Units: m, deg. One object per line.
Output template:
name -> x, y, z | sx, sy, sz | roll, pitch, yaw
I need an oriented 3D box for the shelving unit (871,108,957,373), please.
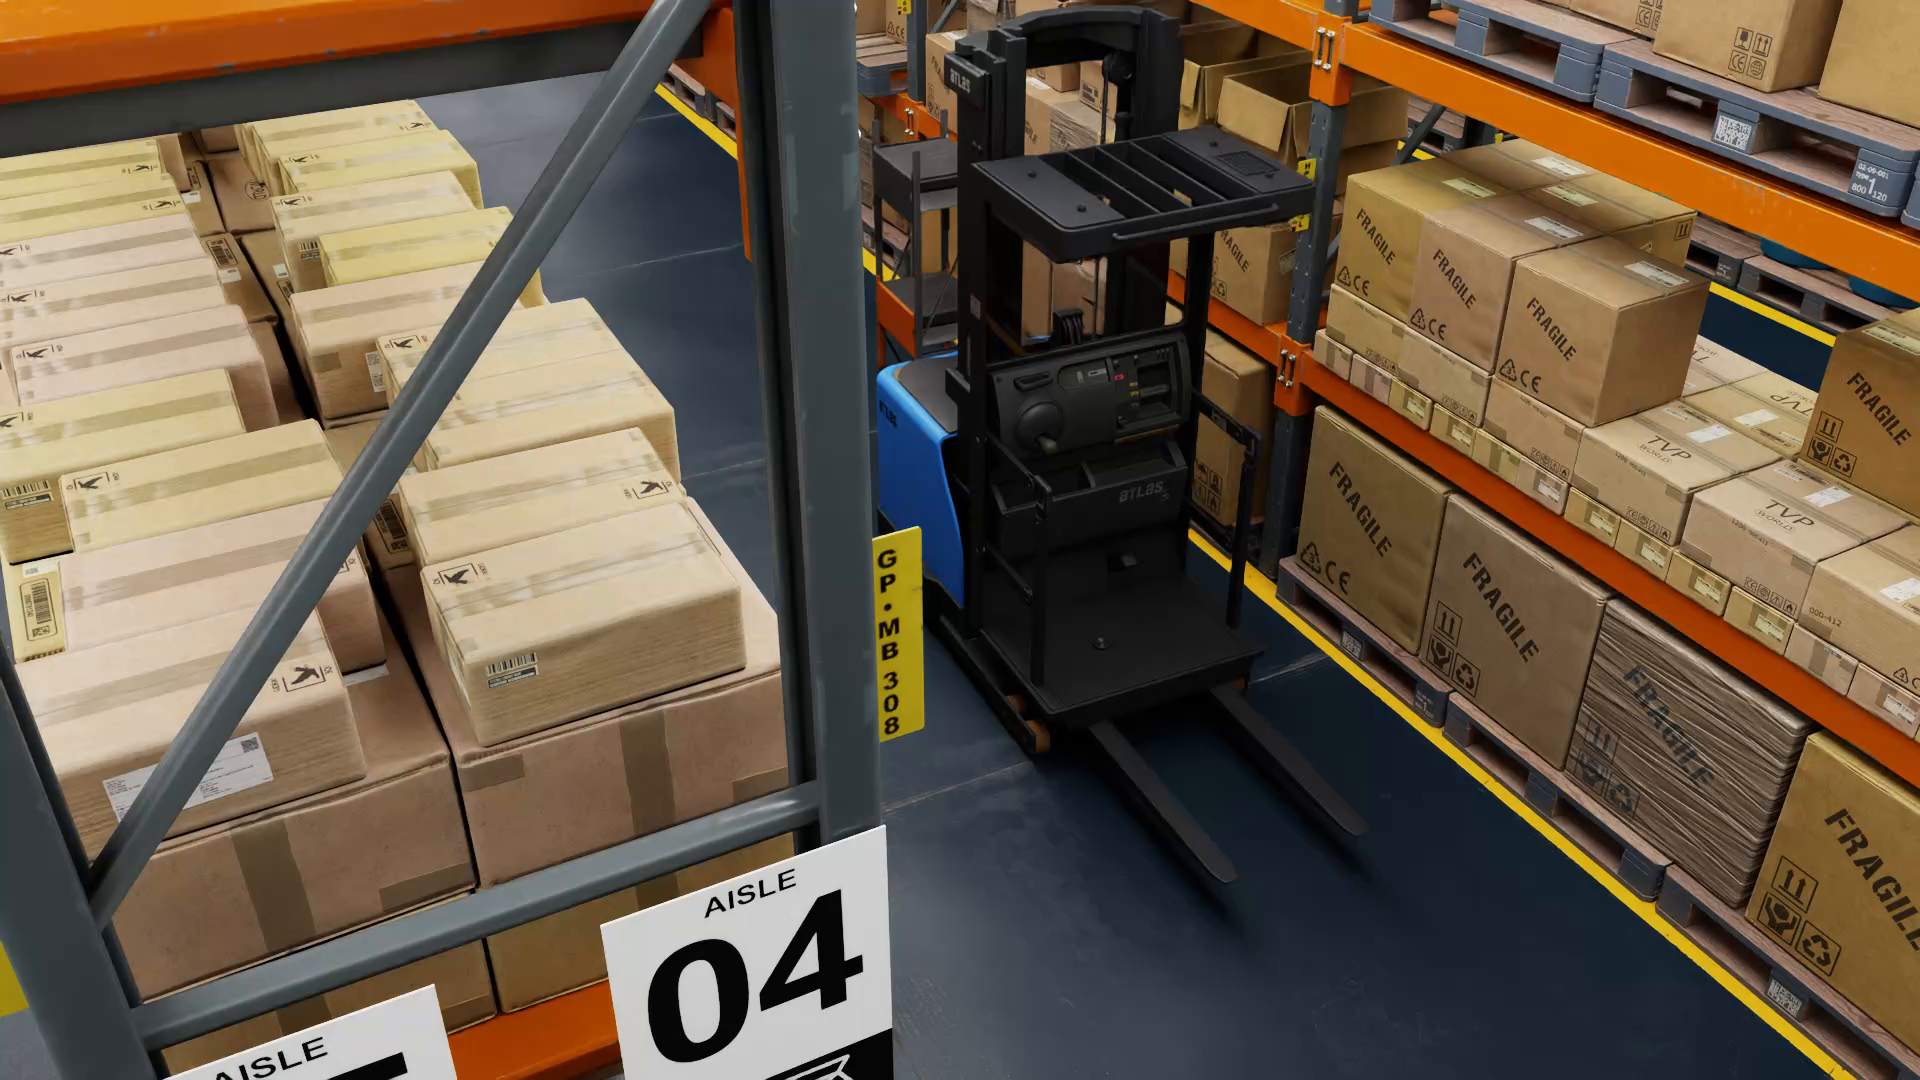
shelving unit -> -0.140, -1.067, 8.469 | 0.431, 2.100, 0.503 | -14, 35, -21

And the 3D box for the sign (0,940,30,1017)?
sign -> -1.074, 0.394, 1.753 | 0.100, 0.325, 0.005 | -16, 36, -23

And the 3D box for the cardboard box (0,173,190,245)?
cardboard box -> -1.814, -0.627, 3.473 | 0.380, 0.149, 0.250 | -17, 36, -25

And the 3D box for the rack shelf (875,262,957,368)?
rack shelf -> -0.140, -1.056, 8.477 | 0.431, 0.518, 0.480 | -14, 35, -21

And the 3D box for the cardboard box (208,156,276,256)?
cardboard box -> -1.519, -0.765, 4.058 | 0.500, 0.250, 0.500 | -14, 35, -21

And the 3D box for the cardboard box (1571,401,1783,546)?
cardboard box -> 2.680, -0.259, 6.237 | 0.500, 0.250, 0.500 | -16, 36, -23

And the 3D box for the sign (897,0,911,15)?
sign -> -0.345, -3.431, 10.324 | 0.100, 0.325, 0.005 | -16, 36, -23

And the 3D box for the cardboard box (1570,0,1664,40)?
cardboard box -> 2.661, -2.117, 5.918 | 0.700, 0.500, 0.500 | -14, 35, -21

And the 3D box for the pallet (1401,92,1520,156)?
pallet -> 4.186, -3.569, 14.124 | 1.003, 0.211, 1.213 | -16, 36, -23

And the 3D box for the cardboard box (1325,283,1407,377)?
cardboard box -> 1.983, -0.981, 7.363 | 0.500, 0.250, 0.500 | -17, 36, -24

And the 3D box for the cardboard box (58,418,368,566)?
cardboard box -> -1.138, -0.028, 2.539 | 0.380, 0.149, 0.250 | -17, 36, -25

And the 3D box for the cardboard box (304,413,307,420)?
cardboard box -> -1.282, -0.323, 3.832 | 0.500, 0.250, 0.500 | -16, 36, -23

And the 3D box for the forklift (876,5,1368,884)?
forklift -> 0.662, -0.560, 6.907 | 1.130, 2.935, 3.031 | -14, 35, -21

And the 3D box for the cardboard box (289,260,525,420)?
cardboard box -> -1.015, -0.377, 3.083 | 0.380, 0.149, 0.250 | -15, 36, -22

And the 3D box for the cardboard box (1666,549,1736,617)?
cardboard box -> 2.805, 0.108, 6.033 | 0.380, 0.149, 0.250 | -16, 36, -23

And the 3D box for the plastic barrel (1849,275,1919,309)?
plastic barrel -> 6.139, -2.012, 10.665 | 0.600, 0.901, 0.708 | -16, 36, -23

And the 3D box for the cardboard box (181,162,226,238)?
cardboard box -> -1.976, -0.647, 3.874 | 0.500, 0.250, 0.500 | -15, 36, -22

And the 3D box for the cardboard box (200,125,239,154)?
cardboard box -> -1.750, -1.122, 4.247 | 0.380, 0.149, 0.250 | -15, 35, -21

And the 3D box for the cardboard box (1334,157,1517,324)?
cardboard box -> 1.993, -1.294, 7.157 | 0.500, 0.500, 0.500 | -16, 36, -23

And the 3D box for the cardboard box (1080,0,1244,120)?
cardboard box -> 1.077, -2.599, 9.003 | 0.797, 0.503, 0.637 | -15, 35, -22

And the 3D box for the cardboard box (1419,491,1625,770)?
cardboard box -> 2.653, 0.274, 7.122 | 0.875, 0.875, 0.875 | -16, 36, -23

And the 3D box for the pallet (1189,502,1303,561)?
pallet -> 1.570, -0.384, 9.153 | 1.003, 0.211, 1.213 | -16, 36, -23

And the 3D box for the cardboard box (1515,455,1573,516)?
cardboard box -> 2.444, -0.260, 6.607 | 0.380, 0.149, 0.250 | -15, 36, -23

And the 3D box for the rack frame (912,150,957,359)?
rack frame -> -0.036, -0.948, 8.284 | 0.400, 2.100, 0.015 | -14, 35, -21

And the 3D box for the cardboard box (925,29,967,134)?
cardboard box -> 0.117, -2.859, 10.340 | 0.500, 0.500, 0.500 | -15, 35, -22

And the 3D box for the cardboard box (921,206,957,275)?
cardboard box -> 0.434, -2.065, 10.773 | 1.225, 0.875, 0.875 | -18, 37, -25

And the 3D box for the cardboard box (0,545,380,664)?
cardboard box -> -1.253, 0.090, 2.724 | 0.500, 0.250, 0.500 | -17, 36, -24

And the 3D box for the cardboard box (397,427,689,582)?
cardboard box -> -0.627, -0.017, 2.521 | 0.380, 0.149, 0.250 | -14, 35, -21

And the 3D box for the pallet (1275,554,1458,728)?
pallet -> 2.281, 0.348, 8.011 | 1.003, 0.211, 1.213 | -16, 36, -23

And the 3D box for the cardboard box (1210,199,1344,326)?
cardboard box -> 1.536, -1.405, 8.070 | 0.500, 0.500, 0.500 | -16, 36, -23

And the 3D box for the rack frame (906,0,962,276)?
rack frame -> 0.131, -3.118, 10.835 | 1.000, 3.000, 0.127 | -16, 36, -23

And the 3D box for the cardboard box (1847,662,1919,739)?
cardboard box -> 3.164, 0.475, 5.461 | 0.380, 0.149, 0.250 | -16, 36, -23

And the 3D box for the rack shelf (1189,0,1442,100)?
rack shelf -> 1.063, -3.123, 8.731 | 1.077, 0.370, 4.000 | -16, 36, -23

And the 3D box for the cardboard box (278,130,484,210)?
cardboard box -> -1.289, -0.781, 3.713 | 0.380, 0.149, 0.250 | -17, 36, -24

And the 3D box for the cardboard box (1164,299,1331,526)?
cardboard box -> 1.680, -0.791, 8.785 | 1.225, 0.875, 0.875 | -16, 36, -23

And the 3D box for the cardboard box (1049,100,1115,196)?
cardboard box -> 0.833, -2.131, 9.203 | 0.500, 0.500, 0.500 | -16, 36, -23

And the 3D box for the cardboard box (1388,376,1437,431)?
cardboard box -> 2.086, -0.627, 7.181 | 0.380, 0.149, 0.250 | -15, 35, -22

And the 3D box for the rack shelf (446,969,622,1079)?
rack shelf -> -1.507, -0.015, 3.879 | 1.077, 0.370, 4.000 | -16, 36, -23

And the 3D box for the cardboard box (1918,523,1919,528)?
cardboard box -> 3.628, 0.095, 5.685 | 0.500, 0.250, 0.500 | -16, 36, -24

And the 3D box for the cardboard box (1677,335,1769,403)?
cardboard box -> 2.916, -0.636, 6.826 | 0.500, 0.250, 0.500 | -15, 36, -22

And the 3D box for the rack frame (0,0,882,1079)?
rack frame -> -0.574, -0.626, 1.386 | 1.000, 3.000, 0.127 | -16, 36, -23

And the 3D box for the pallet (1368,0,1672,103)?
pallet -> 2.368, -2.041, 6.457 | 1.003, 0.211, 1.213 | -16, 36, -23

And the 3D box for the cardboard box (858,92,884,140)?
cardboard box -> -0.464, -3.129, 12.067 | 0.500, 0.250, 0.500 | -12, 35, -18

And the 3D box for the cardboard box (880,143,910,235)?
cardboard box -> -0.199, -2.565, 11.882 | 0.700, 0.500, 0.500 | -18, 37, -26

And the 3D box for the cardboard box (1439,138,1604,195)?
cardboard box -> 2.447, -1.434, 7.376 | 0.500, 0.500, 0.500 | -15, 36, -22

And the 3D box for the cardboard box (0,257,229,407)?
cardboard box -> -1.558, -0.383, 3.092 | 0.380, 0.149, 0.250 | -15, 36, -22

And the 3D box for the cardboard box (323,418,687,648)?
cardboard box -> -0.793, -0.034, 2.918 | 0.500, 0.250, 0.500 | -16, 36, -24

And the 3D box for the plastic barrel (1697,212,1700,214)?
plastic barrel -> 5.282, -2.757, 12.118 | 0.600, 0.588, 0.708 | -16, 36, -23

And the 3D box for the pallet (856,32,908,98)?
pallet -> -0.296, -3.350, 11.376 | 1.213, 0.211, 1.003 | -16, 36, -23
